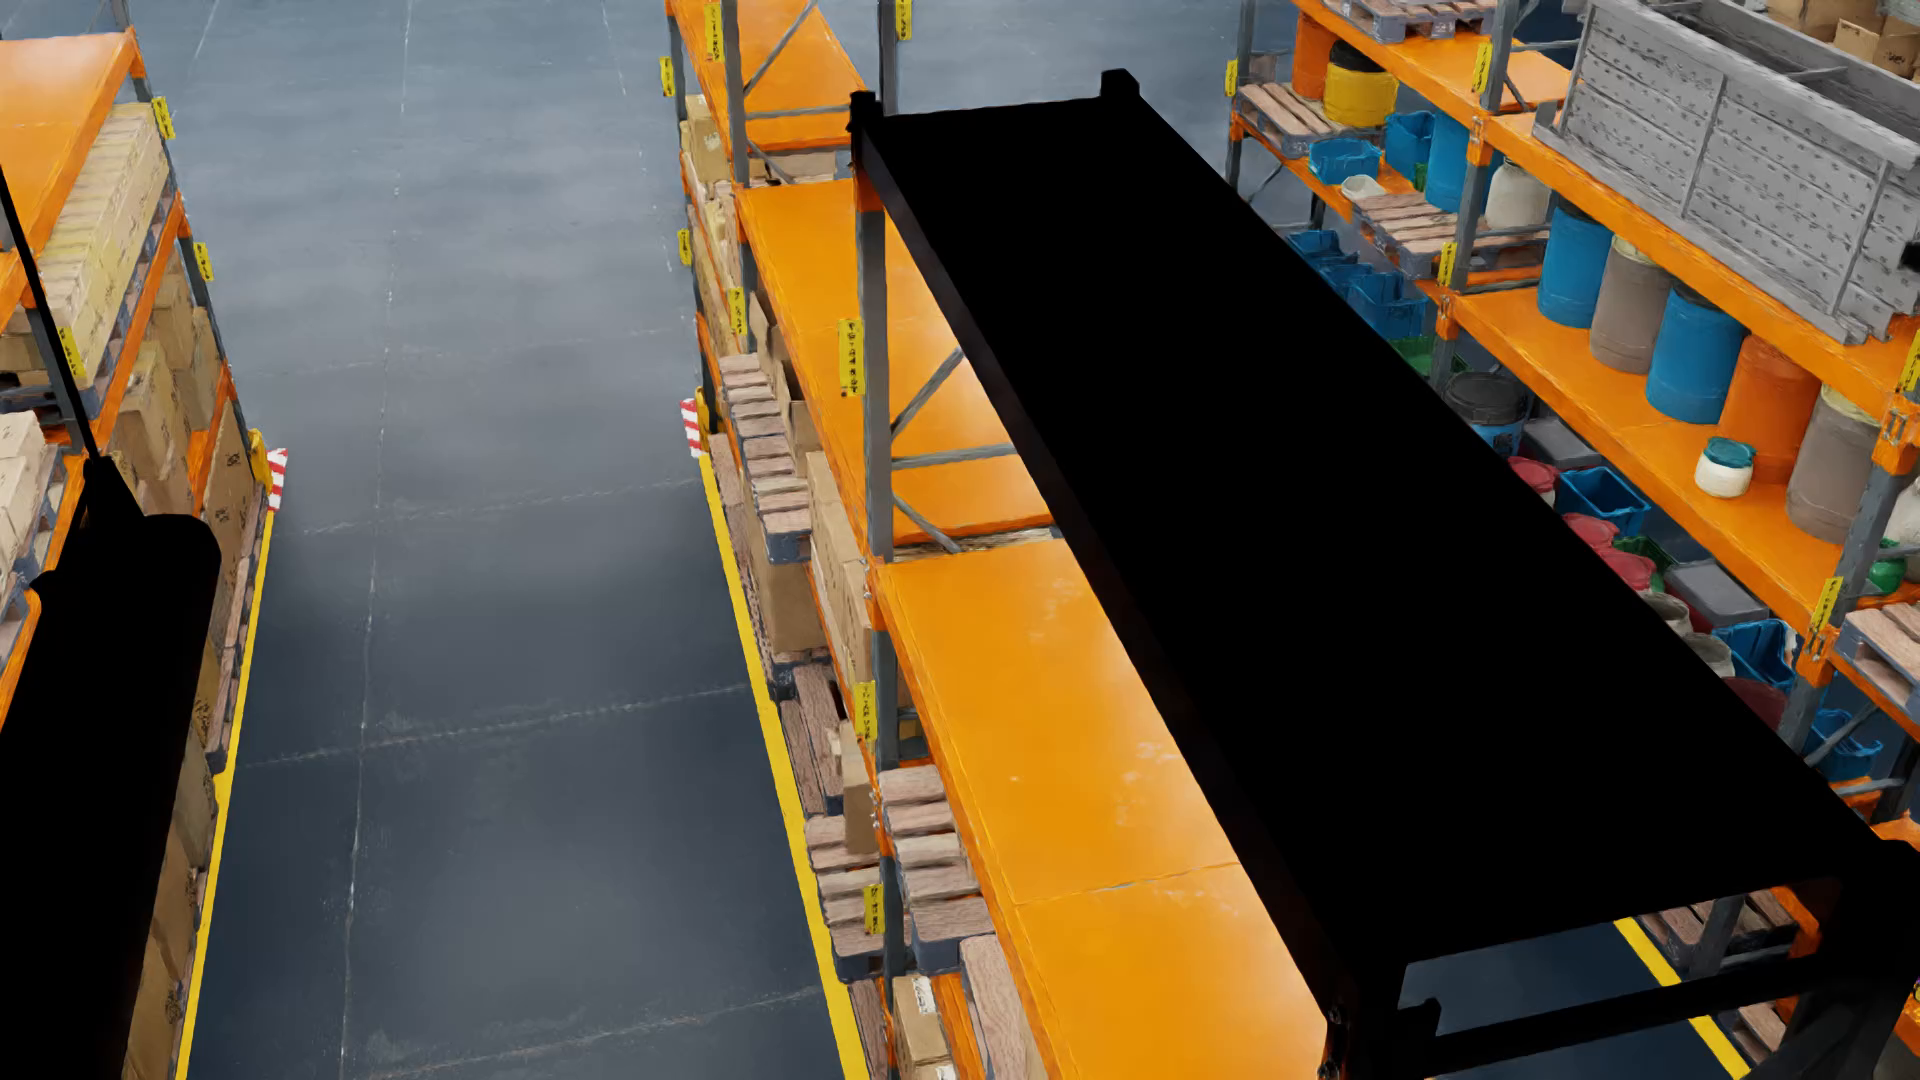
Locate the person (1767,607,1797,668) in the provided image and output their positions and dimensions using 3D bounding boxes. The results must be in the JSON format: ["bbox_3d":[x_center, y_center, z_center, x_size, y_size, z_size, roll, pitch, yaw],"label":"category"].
[{"bbox_3d":[5.335,0.927,11.296,0.445,1.603,1.019,-3,34,-4],"label":"person"}]
